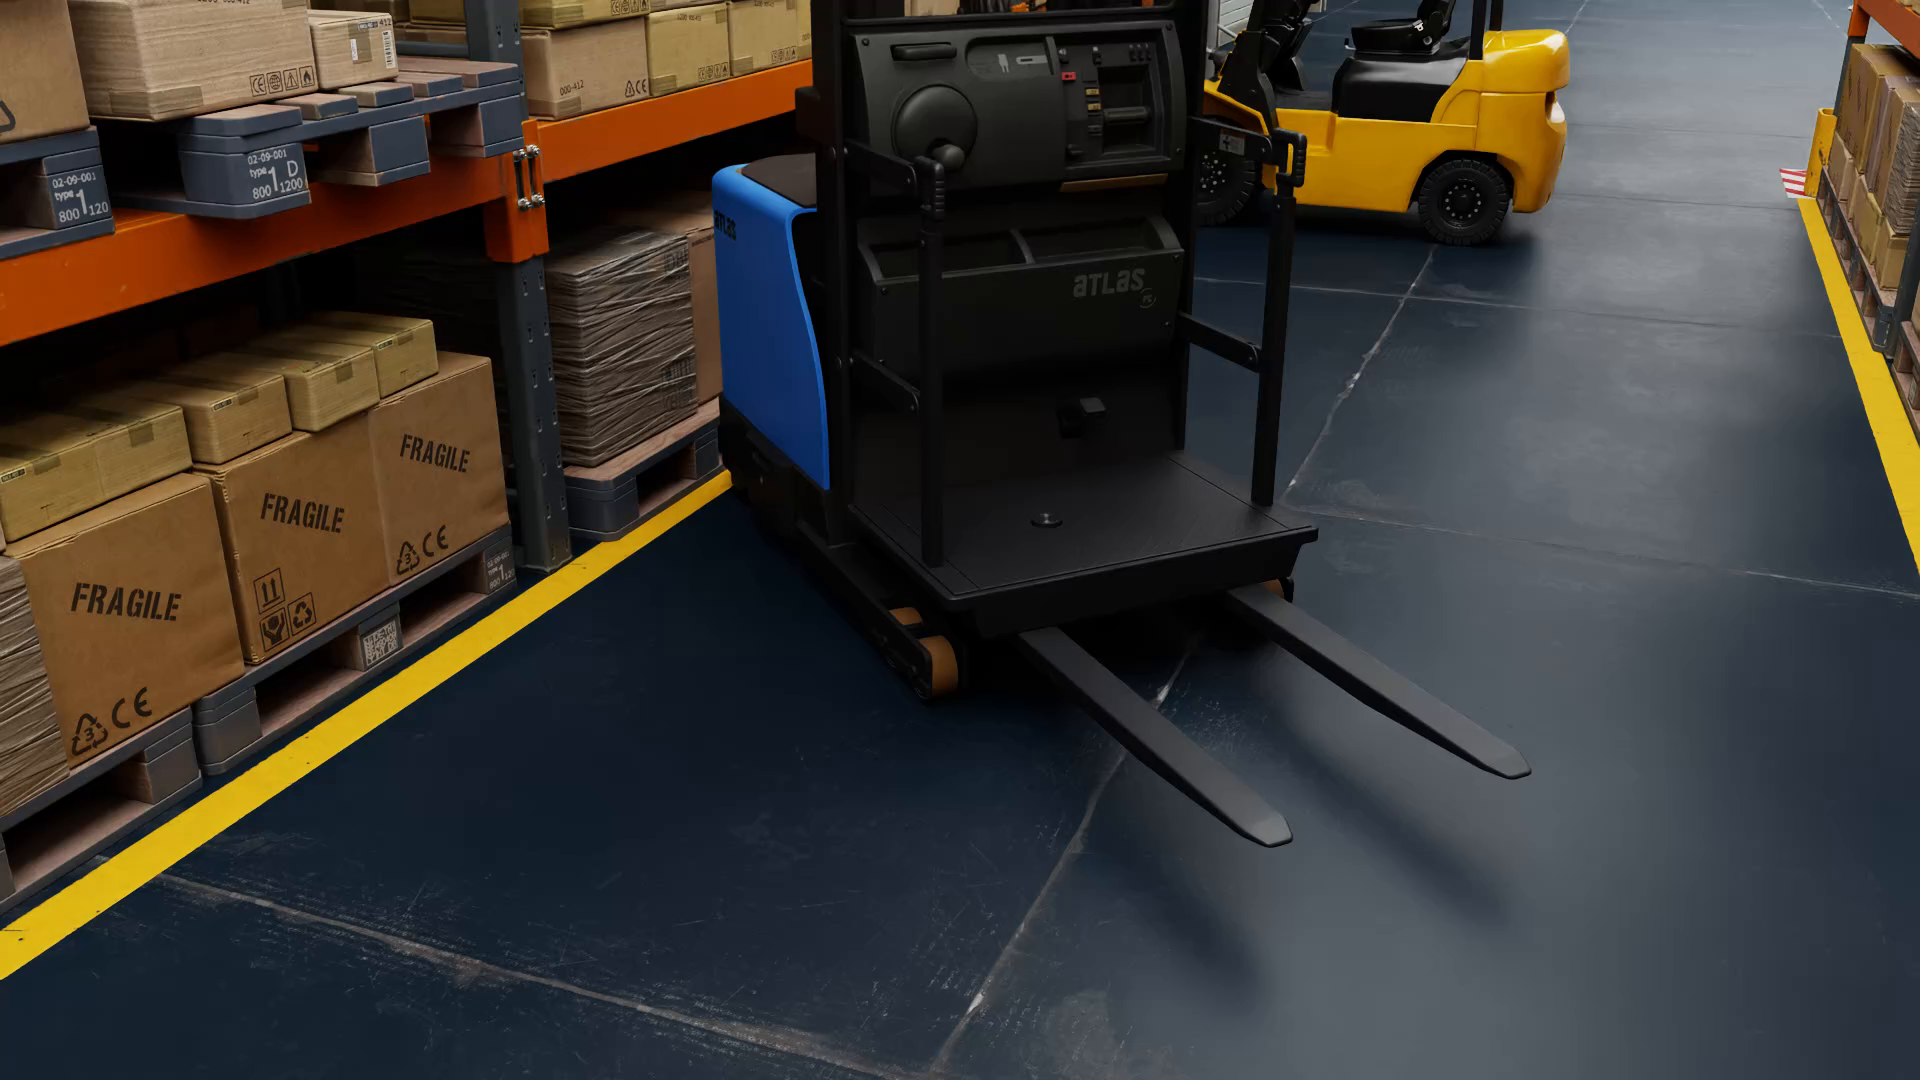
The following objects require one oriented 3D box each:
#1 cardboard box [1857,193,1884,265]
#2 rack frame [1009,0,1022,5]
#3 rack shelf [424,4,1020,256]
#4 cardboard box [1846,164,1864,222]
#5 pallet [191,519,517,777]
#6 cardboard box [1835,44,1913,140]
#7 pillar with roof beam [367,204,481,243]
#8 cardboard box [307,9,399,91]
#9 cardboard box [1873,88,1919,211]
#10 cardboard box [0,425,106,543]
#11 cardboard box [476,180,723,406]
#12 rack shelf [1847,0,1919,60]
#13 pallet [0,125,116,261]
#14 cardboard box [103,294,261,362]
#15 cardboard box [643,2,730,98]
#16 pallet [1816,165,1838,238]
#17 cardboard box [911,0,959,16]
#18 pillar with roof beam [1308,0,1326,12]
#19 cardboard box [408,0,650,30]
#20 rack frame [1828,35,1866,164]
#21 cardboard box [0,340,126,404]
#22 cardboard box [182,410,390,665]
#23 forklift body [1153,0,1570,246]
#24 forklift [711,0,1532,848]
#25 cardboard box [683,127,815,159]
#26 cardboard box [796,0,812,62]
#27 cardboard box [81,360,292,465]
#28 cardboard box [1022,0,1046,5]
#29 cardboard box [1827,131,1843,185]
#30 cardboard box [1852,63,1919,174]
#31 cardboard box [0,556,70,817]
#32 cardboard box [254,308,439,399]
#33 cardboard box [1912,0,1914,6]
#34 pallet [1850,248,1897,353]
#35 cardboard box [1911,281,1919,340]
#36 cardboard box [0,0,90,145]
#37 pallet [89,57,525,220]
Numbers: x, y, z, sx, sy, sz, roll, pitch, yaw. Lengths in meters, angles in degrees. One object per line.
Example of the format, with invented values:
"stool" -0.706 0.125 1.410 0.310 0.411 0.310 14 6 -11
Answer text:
"cardboard box" 4.581 -1.460 7.876 0.500 0.250 0.500 8 24 19
"rack frame" -0.187 -2.802 8.067 1.000 3.000 0.127 9 24 20
"rack shelf" -0.930 -1.754 6.492 1.077 0.370 4.000 9 24 20
"cardboard box" 4.964 -1.821 8.741 0.500 0.250 0.500 11 25 24
"pallet" -1.986 0.178 4.550 1.003 0.211 1.213 9 24 20
"cardboard box" 5.344 -2.538 9.483 0.500 0.500 0.500 8 24 18
"pillar with roof beam" 1.971 -4.118 3.434 9.100 9.000 0.400 9 24 20
"cardboard box" -1.561 -1.159 3.913 0.380 0.149 0.250 9 24 21
"cardboard box" 4.580 -1.796 7.708 0.500 0.500 0.500 9 24 21
"cardboard box" -2.065 -0.130 3.526 0.380 0.149 0.250 8 24 19
"cardboard box" -1.193 -0.925 6.109 0.875 0.625 0.625 10 25 22
"rack shelf" 5.166 -2.477 8.221 1.077 0.370 4.000 9 24 20
"pallet" -2.391 -0.585 3.009 1.003 0.211 1.213 9 24 20
"cardboard box" -2.156 -0.568 4.575 0.380 0.149 0.250 10 25 23
"cardboard box" -1.090 -1.605 5.394 0.500 0.250 0.500 8 24 19
"pallet" 5.546 -1.925 9.584 1.003 0.211 1.213 9 24 20
"cardboard box" -0.313 -2.334 7.141 0.500 0.250 0.500 9 24 20
"pillar with roof beam" 8.657 -10.559 18.855 9.100 9.000 0.400 9 24 20
"cardboard box" -1.258 -1.652 4.860 0.500 0.250 0.500 9 24 20
"rack frame" 5.908 -3.524 9.795 1.000 3.000 0.127 9 24 20
"cardboard box" -2.298 -0.377 4.117 0.380 0.149 0.250 9 24 21
"cardboard box" -1.826 -0.051 4.179 0.500 0.500 0.500 8 24 19
"forklift body" 2.288 -2.902 9.407 2.313 2.155 1.214 9 24 20
"forklift" 0.266 -1.133 4.159 1.130 2.935 3.031 -10 25 -23
"cardboard box" -0.666 -1.435 7.330 0.875 0.625 0.625 9 24 20
"cardboard box" -0.711 -1.975 6.282 0.500 0.250 0.500 10 25 22
"cardboard box" -1.833 -0.307 3.951 0.380 0.149 0.250 8 24 18
"cardboard box" 0.220 -2.970 8.338 0.500 0.500 0.500 8 24 19
"cardboard box" 5.352 -2.200 9.648 0.500 0.250 0.500 9 24 20
"cardboard box" 4.960 -2.171 8.607 0.500 0.500 0.500 9 24 21
"cardboard box" -2.194 0.325 3.279 0.500 0.500 0.500 8 24 18
"cardboard box" -1.621 -0.497 4.406 0.380 0.149 0.250 8 24 17
"cardboard box" 4.756 -2.587 7.877 0.380 0.149 0.250 8 24 19
"pallet" 4.639 -1.051 7.493 1.003 0.211 1.213 9 24 20
"cardboard box" 4.230 -0.886 6.344 0.950 0.372 0.625 9 24 21
"cardboard box" -2.108 -1.001 3.077 0.797 0.503 0.637 8 24 19
"pallet" -1.860 -1.030 4.072 1.213 0.211 1.003 9 24 20
